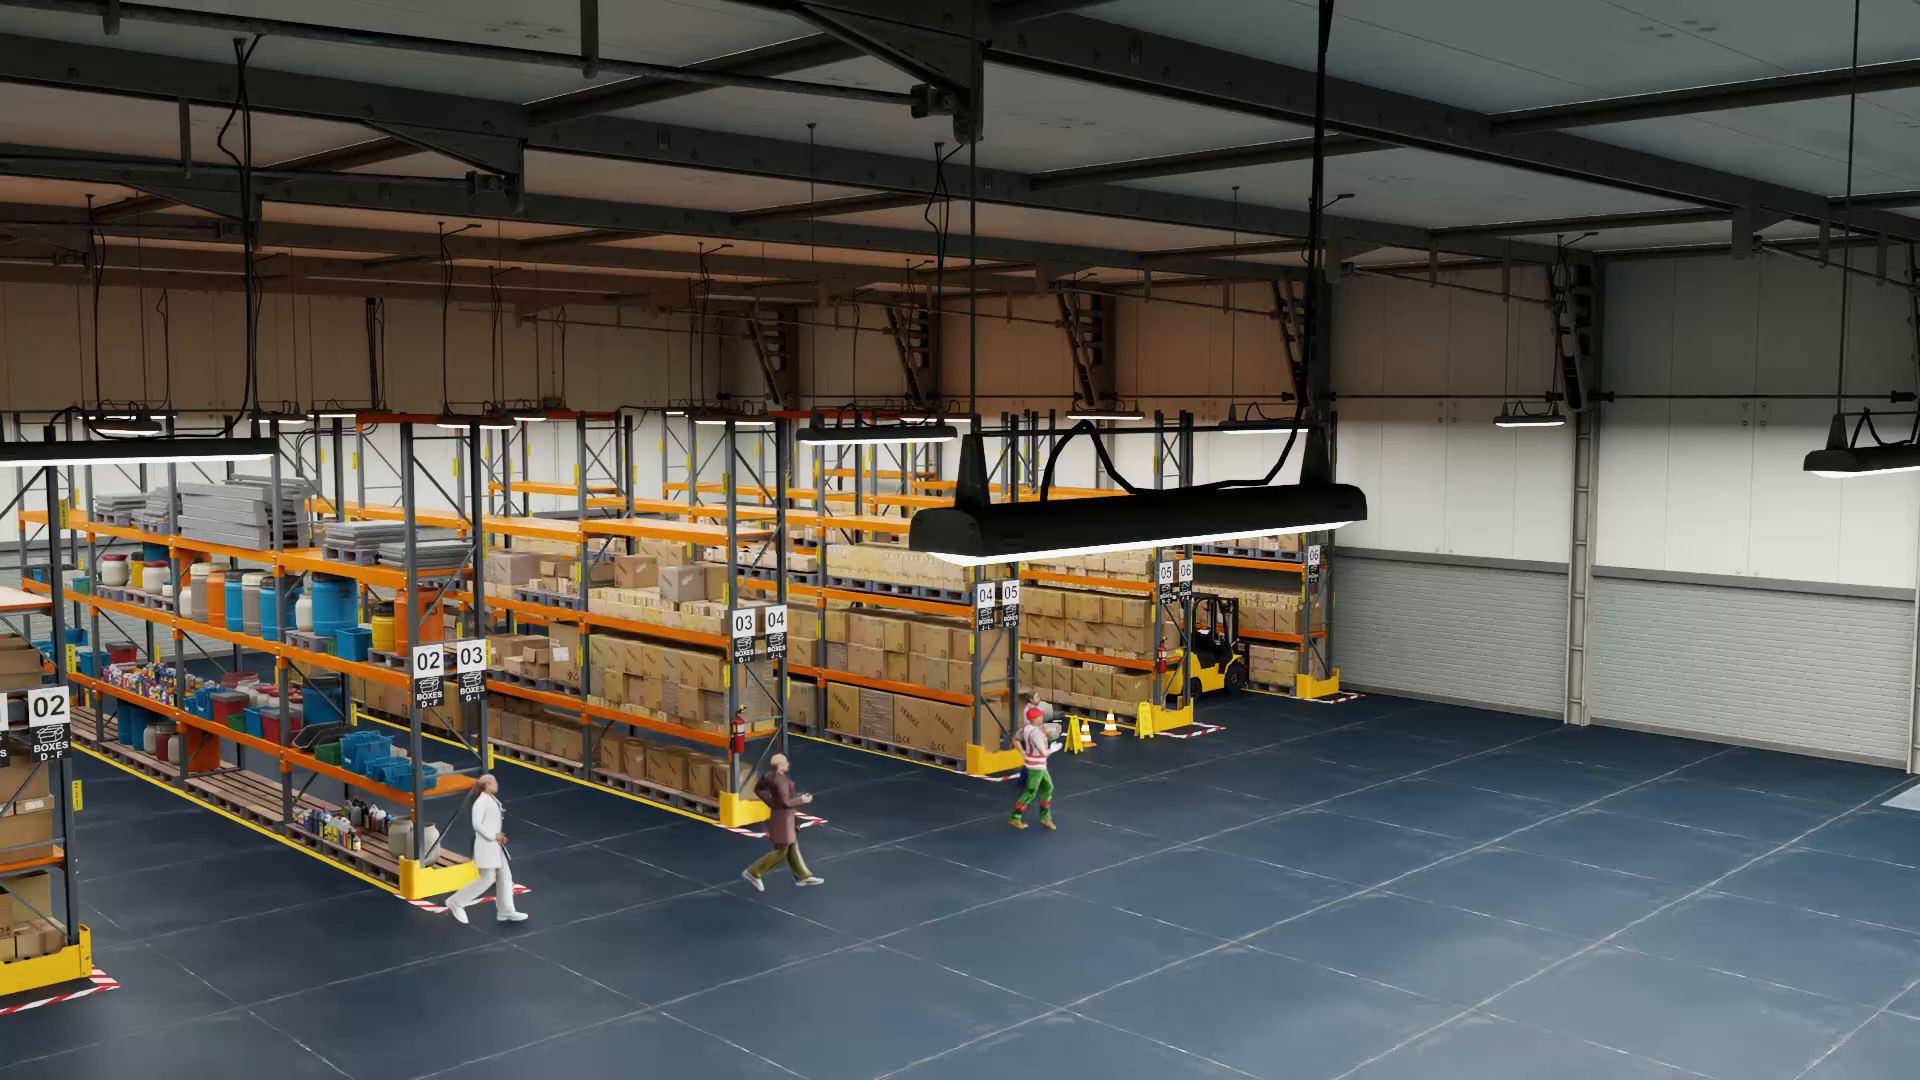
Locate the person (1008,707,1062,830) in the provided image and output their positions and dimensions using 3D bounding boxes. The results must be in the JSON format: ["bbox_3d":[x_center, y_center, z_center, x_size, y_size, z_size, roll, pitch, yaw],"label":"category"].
[{"bbox_3d":[1.077,3.337,24.133,0.799,1.845,0.648,-1,5,-7],"label":"person"}]

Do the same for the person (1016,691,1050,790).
[{"bbox_3d":[1.188,3.208,26.685,0.573,1.610,0.624,1,5,16],"label":"person"}]

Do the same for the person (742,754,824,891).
[{"bbox_3d":[-2.250,3.571,21.081,1.088,1.747,0.711,-2,5,-20],"label":"person"}]

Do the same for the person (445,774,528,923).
[{"bbox_3d":[-5.695,3.704,20.107,0.953,1.740,0.770,0,5,-4],"label":"person"}]
